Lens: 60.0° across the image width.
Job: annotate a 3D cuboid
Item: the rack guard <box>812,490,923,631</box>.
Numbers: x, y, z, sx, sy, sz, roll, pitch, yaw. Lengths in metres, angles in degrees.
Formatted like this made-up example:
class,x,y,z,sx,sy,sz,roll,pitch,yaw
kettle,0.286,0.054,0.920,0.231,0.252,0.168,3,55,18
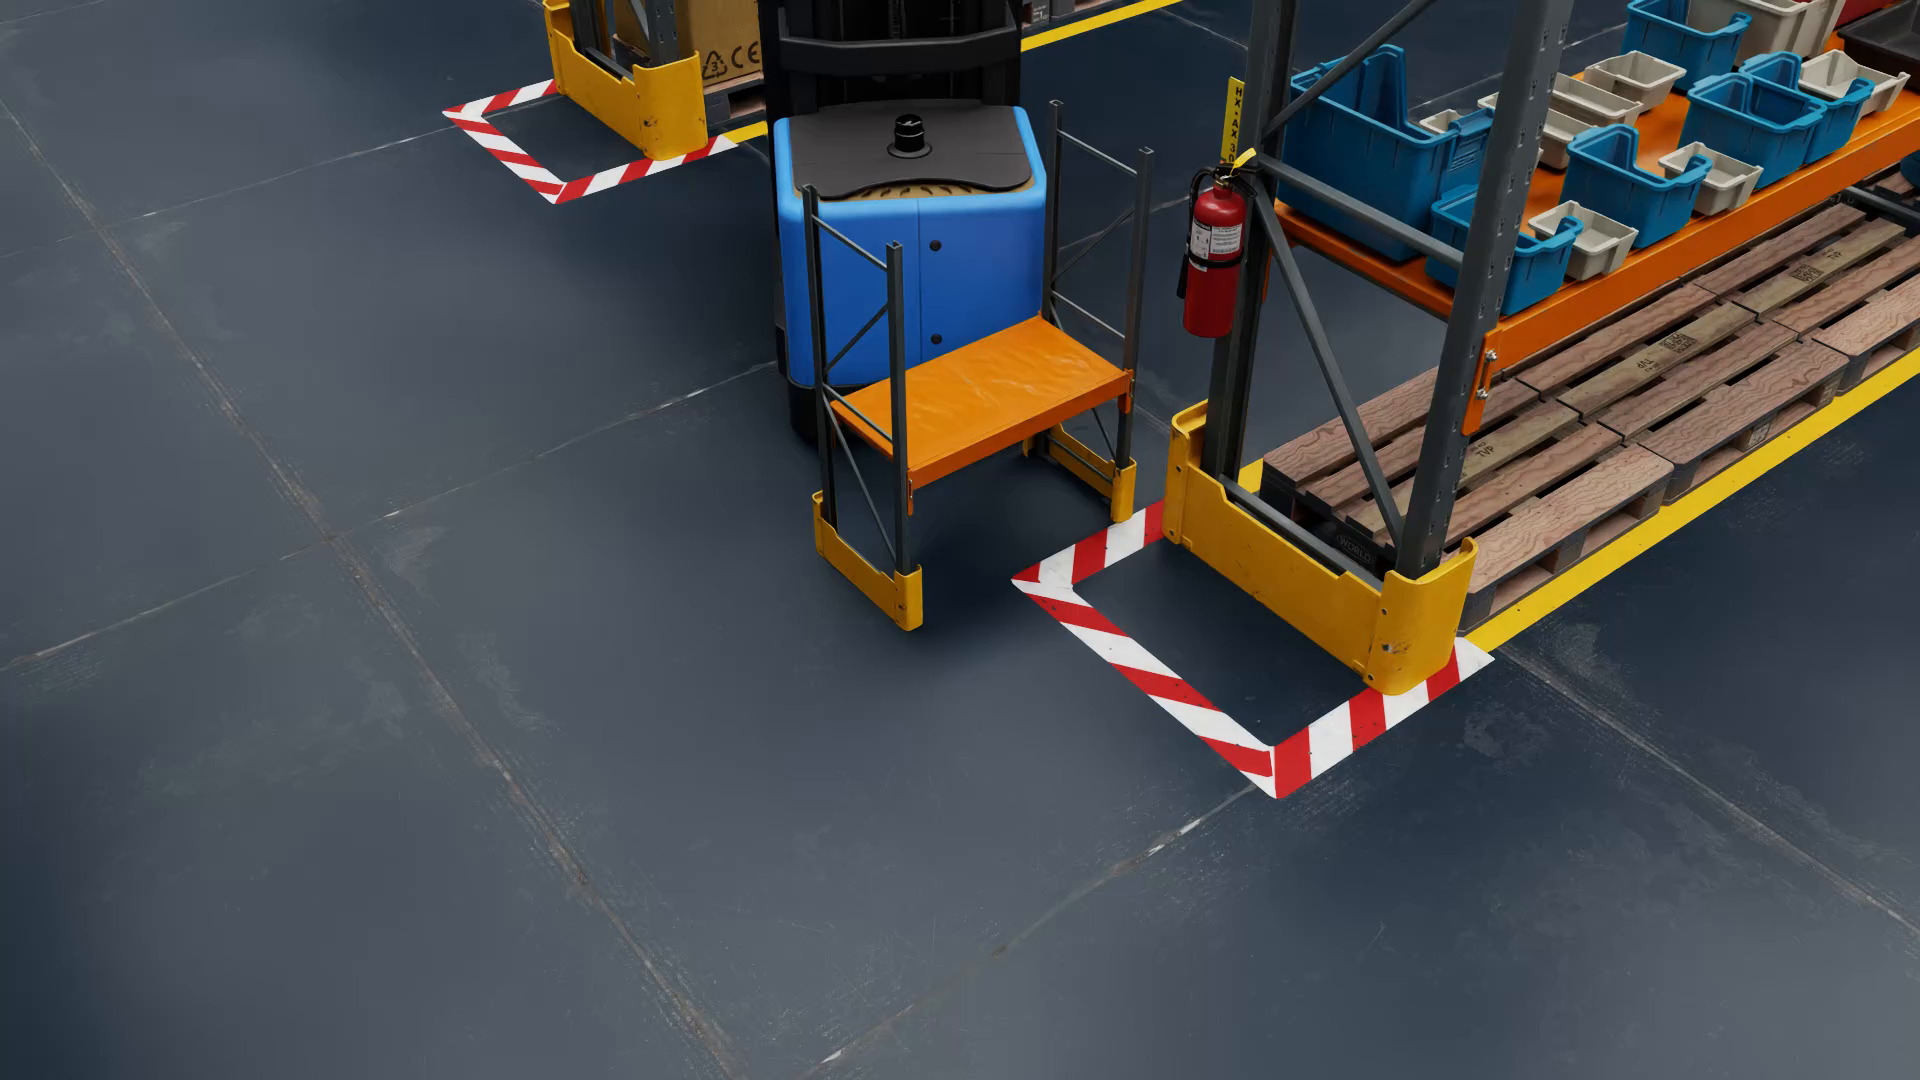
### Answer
class,x,y,z,sx,sy,sz,roll,pitch,yaw
rack guard,-0.334,0.066,5.972,0.087,0.250,0.587,-26,46,-28

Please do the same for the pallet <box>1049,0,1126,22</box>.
class,x,y,z,sx,sy,sz,roll,pitch,yaw
pallet,0.742,-3.697,10.590,1.213,0.211,1.003,-26,46,-28

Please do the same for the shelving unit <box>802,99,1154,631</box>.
class,x,y,z,sx,sy,sz,roll,pitch,yaw
shelving unit,0.060,-0.609,5.810,1.083,1.500,0.587,-26,46,-28

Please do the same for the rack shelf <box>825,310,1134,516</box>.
class,x,y,z,sx,sy,sz,roll,pitch,yaw
rack shelf,0.068,-0.474,5.929,1.000,0.185,0.538,-26,46,-28

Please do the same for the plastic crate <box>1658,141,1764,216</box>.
class,x,y,z,sx,sy,sz,roll,pitch,yaw
plastic crate,2.478,-1.189,5.495,0.298,0.136,0.250,-26,46,-28

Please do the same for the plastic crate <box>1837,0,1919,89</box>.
class,x,y,z,sx,sy,sz,roll,pitch,yaw
plastic crate,3.687,-1.888,6.356,0.590,0.125,0.437,-26,46,-28

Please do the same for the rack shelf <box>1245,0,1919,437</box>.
class,x,y,z,sx,sy,sz,roll,pitch,yaw
rack shelf,2.825,-1.488,6.266,4.000,0.370,1.077,-26,46,-28

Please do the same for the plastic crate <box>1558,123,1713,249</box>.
class,x,y,z,sx,sy,sz,roll,pitch,yaw
plastic crate,2.157,-1.136,5.354,0.300,0.233,0.416,-26,46,-28

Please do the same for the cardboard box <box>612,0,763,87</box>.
class,x,y,z,sx,sy,sz,roll,pitch,yaw
cardboard box,-1.320,-3.112,9.023,0.875,0.875,0.875,-26,46,-28

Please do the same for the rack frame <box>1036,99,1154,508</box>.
class,x,y,z,sx,sy,sz,roll,pitch,yaw
rack frame,0.471,-0.809,6.054,0.032,1.500,0.500,-26,46,-28

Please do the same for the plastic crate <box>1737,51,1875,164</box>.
class,x,y,z,sx,sy,sz,roll,pitch,yaw
plastic crate,2.917,-1.506,5.806,0.300,0.233,0.416,-26,46,-28

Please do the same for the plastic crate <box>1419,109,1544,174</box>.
class,x,y,z,sx,sy,sz,roll,pitch,yaw
plastic crate,1.775,-1.320,5.655,0.243,0.136,0.396,-26,46,-28

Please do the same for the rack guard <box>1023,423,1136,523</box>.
class,x,y,z,sx,sy,sz,roll,pitch,yaw
rack guard,0.455,-0.319,6.441,0.087,0.250,0.587,-26,46,-28

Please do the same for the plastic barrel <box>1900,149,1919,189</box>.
class,x,y,z,sx,sy,sz,roll,pitch,yaw
plastic barrel,4.852,-2.092,7.758,0.708,0.901,0.600,-26,46,-28

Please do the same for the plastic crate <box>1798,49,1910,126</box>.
class,x,y,z,sx,sy,sz,roll,pitch,yaw
plastic crate,3.213,-1.636,6.040,0.466,0.136,0.293,-26,46,-28

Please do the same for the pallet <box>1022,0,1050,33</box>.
class,x,y,z,sx,sy,sz,roll,pitch,yaw
pallet,-0.226,-3.223,10.012,1.213,0.211,1.003,-26,46,-28

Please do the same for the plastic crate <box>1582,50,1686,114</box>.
class,x,y,z,sx,sy,sz,roll,pitch,yaw
plastic crate,2.443,-1.669,6.080,0.250,0.136,0.298,-26,46,-28

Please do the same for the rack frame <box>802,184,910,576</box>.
class,x,y,z,sx,sy,sz,roll,pitch,yaw
rack frame,-0.336,-0.416,5.575,0.032,1.500,0.500,-26,46,-28

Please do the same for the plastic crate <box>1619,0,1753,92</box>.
class,x,y,z,sx,sy,sz,roll,pitch,yaw
plastic crate,2.711,-1.874,6.254,0.300,0.233,0.416,-26,46,-28

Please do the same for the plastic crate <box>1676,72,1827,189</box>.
class,x,y,z,sx,sy,sz,roll,pitch,yaw
plastic crate,2.679,-1.390,5.664,0.300,0.233,0.416,-26,46,-28

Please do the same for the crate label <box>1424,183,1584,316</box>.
class,x,y,z,sx,sy,sz,roll,pitch,yaw
crate label,1.635,-0.881,5.044,0.303,0.233,0.416,-26,46,-28

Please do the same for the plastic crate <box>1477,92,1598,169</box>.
class,x,y,z,sx,sy,sz,roll,pitch,yaw
plastic crate,2.014,-1.425,5.783,0.243,0.136,0.396,-26,46,-28

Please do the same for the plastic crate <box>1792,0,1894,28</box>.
class,x,y,z,sx,sy,sz,roll,pitch,yaw
plastic crate,3.550,-2.368,6.674,0.583,0.464,0.402,-26,46,-28

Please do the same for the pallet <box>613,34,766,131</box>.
class,x,y,z,sx,sy,sz,roll,pitch,yaw
pallet,-1.193,-2.754,9.441,1.213,0.211,1.003,-26,46,-28

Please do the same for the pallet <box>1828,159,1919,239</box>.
class,x,y,z,sx,sy,sz,roll,pitch,yaw
pallet,5.048,-1.738,8.202,1.213,0.211,1.003,-26,46,-28

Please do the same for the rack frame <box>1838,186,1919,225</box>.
class,x,y,z,sx,sy,sz,roll,pitch,yaw
rack frame,4.411,-2.539,6.980,0.127,3.000,1.000,-26,46,-28

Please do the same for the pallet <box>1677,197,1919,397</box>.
class,x,y,z,sx,sy,sz,roll,pitch,yaw
pallet,3.851,-1.157,7.494,1.213,0.211,1.003,-26,46,-28

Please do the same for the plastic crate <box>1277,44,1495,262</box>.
class,x,y,z,sx,sy,sz,roll,pitch,yaw
plastic crate,1.391,-1.253,5.337,0.499,0.435,0.616,-26,46,-28

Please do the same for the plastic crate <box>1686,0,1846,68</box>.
class,x,y,z,sx,sy,sz,roll,pitch,yaw
plastic crate,3.088,-2.019,6.392,0.530,0.282,0.437,-26,46,-28

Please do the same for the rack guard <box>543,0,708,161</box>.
class,x,y,z,sx,sy,sz,roll,pitch,yaw
rack guard,-1.798,-2.508,8.913,0.348,0.500,1.175,-26,46,-28

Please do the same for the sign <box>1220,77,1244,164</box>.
class,x,y,z,sx,sy,sz,roll,pitch,yaw
sign,0.891,-1.327,5.373,0.005,0.325,0.100,-26,46,-28

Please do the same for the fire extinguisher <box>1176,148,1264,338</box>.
class,x,y,z,sx,sy,sz,roll,pitch,yaw
fire extinguisher,0.843,-0.989,5.446,0.183,0.674,0.296,-26,46,-28

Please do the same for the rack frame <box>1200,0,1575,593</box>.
class,x,y,z,sx,sy,sz,roll,pitch,yaw
rack frame,1.239,-0.993,5.095,0.127,3.000,1.000,-26,46,-28

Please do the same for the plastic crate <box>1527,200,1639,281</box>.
class,x,y,z,sx,sy,sz,roll,pitch,yaw
plastic crate,1.940,-0.926,5.175,0.298,0.136,0.250,-26,46,-28

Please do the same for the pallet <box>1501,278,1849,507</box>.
class,x,y,z,sx,sy,sz,roll,pitch,yaw
pallet,2.883,-0.683,6.916,1.213,0.211,1.003,-26,46,-28

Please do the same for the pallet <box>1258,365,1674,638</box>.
class,x,y,z,sx,sy,sz,roll,pitch,yaw
pallet,1.917,-0.214,6.345,1.213,0.211,1.003,-26,46,-28

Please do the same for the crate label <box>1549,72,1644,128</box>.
class,x,y,z,sx,sy,sz,roll,pitch,yaw
crate label,2.220,-1.545,5.929,0.243,0.136,0.396,-26,46,-28

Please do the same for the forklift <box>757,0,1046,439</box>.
class,x,y,z,sx,sy,sz,roll,pitch,yaw
forklift,-0.315,-2.466,6.945,1.130,2.935,3.031,-4,40,-5

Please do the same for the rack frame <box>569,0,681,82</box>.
class,x,y,z,sx,sy,sz,roll,pitch,yaw
rack frame,-1.779,-3.484,8.132,0.127,3.000,1.000,-26,46,-28

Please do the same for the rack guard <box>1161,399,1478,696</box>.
class,x,y,z,sx,sy,sz,roll,pitch,yaw
rack guard,1.228,-0.011,5.869,0.348,0.500,1.175,-26,46,-28
